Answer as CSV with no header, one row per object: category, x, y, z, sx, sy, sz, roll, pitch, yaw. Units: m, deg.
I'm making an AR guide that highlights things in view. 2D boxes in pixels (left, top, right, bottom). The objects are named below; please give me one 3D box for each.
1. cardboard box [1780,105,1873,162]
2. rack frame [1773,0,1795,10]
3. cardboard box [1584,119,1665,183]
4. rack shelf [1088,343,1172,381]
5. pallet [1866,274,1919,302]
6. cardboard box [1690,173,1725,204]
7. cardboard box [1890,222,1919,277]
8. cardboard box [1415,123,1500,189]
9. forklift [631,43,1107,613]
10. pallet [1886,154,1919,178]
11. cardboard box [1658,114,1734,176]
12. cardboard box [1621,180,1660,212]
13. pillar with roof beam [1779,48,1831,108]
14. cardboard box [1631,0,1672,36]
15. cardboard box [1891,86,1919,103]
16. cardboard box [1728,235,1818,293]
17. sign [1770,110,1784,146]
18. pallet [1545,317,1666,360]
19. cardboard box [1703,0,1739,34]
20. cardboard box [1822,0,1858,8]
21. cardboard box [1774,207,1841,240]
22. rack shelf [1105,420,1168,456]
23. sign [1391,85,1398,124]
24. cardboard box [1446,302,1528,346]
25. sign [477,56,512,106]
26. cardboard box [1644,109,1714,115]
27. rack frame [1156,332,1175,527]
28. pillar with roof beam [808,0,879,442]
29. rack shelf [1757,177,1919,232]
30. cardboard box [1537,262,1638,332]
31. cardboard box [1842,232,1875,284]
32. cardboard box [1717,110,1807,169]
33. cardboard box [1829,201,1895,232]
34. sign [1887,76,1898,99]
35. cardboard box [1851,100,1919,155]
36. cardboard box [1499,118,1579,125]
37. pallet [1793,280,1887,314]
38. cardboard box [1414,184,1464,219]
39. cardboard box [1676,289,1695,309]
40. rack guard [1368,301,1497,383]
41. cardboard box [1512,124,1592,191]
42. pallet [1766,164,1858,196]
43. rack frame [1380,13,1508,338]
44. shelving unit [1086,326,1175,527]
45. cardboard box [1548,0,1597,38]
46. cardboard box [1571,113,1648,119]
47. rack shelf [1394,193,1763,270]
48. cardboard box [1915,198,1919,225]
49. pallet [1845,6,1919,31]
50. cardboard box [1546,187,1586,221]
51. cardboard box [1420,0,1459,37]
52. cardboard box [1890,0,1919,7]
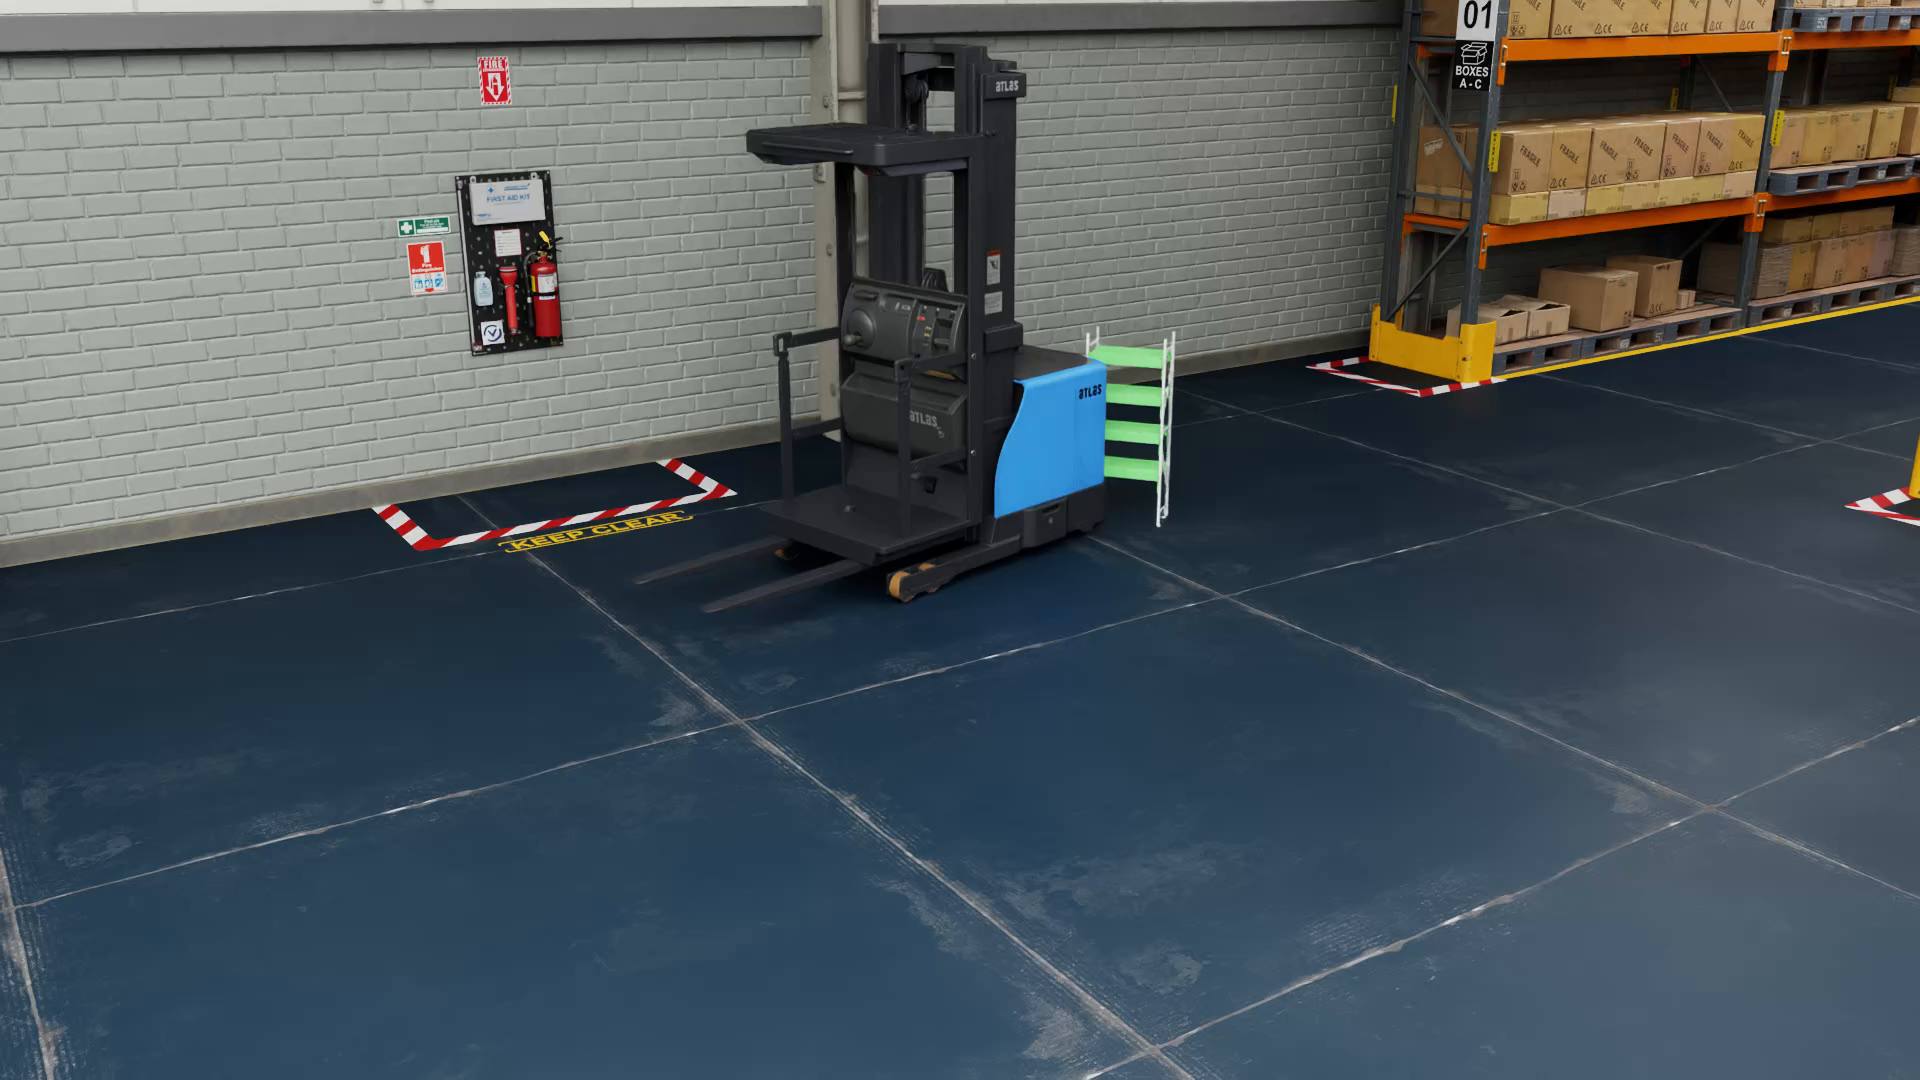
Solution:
cardboard box,8.873,-4.189,17.109,0.500,0.500,0.700,-9,21,-24
rack frame,7.426,-6.474,15.344,0.127,3.000,1.000,-12,22,-31
cardboard box,5.927,-3.493,14.924,0.500,0.500,0.500,-11,22,-30
rack shelf,1.060,-1.111,10.357,0.480,0.148,0.258,7,20,19
pallet,10.113,-2.878,18.429,1.213,0.211,1.003,-12,22,-31
cardboard box,6.777,-3.320,15.586,0.500,0.250,0.500,-12,22,-31
cardboard box,10.194,-3.220,18.302,0.500,0.500,0.700,-12,22,-31
cardboard box,4.362,-3.361,14.535,0.500,0.500,0.500,-12,22,-32
forklift,-0.474,-1.232,9.311,1.130,2.935,3.031,17,25,41
pallet,10.230,-4.092,17.964,1.003,0.211,1.213,-12,22,-31
cardboard box,6.788,-3.670,15.450,0.500,0.500,0.500,-12,22,-32
cardboard box,5.945,-3.139,15.048,0.500,0.250,0.500,-12,22,-31
pillar with roof beam,11.573,-6.029,14.029,0.400,9.000,9.100,-12,22,-31
cardboard box,5.838,-4.675,14.518,0.500,0.500,0.500,-10,21,-28
cardboard box,10.235,-4.770,17.815,0.250,0.149,0.380,-17,25,-40
cardboard box,8.436,-2.895,17.340,0.500,0.500,0.700,-12,22,-32
sign,7.731,-3.898,15.740,0.005,0.325,0.100,-12,22,-31
pallet,5.865,-1.967,15.734,1.213,0.211,1.003,-12,22,-31
cardboard box,6.711,-4.869,15.093,0.500,0.500,0.500,-14,23,-36
cardboard box,8.441,-5.393,16.313,0.500,0.311,0.500,-11,22,-30
cardboard box,8.830,-3.317,17.417,0.500,0.250,0.500,-13,22,-33
rack shelf,1.060,-0.656,10.511,0.480,0.148,0.258,7,20,19
sign,3.797,-3.778,14.434,0.005,0.325,0.100,-12,22,-31
cardboard box,4.713,-1.960,14.870,0.500,0.311,0.500,-15,24,-37
sign,-2.963,-2.924,10.589,0.199,0.298,0.001,-12,22,-31
cardboard box,6.919,-3.899,16.126,0.500,0.500,0.500,-13,22,-33
rack frame,1.289,-0.690,10.411,0.015,1.200,0.240,7,20,19
pillar with roof beam,1.551,-3.916,7.777,0.400,9.000,9.100,-12,22,-31
rack shelf,9.096,-3.643,17.462,4.000,0.370,1.077,-12,22,-31
cardboard box,5.829,-2.266,15.479,0.500,0.500,0.700,-14,23,-35
cardboard box,9.301,-3.065,17.844,0.500,0.500,0.700,-12,22,-32
cardboard box,7.870,-3.968,16.456,0.500,0.500,0.700,-12,22,-31
cardboard box,9.684,-3.492,17.934,0.500,0.250,0.500,-11,22,-30
sign,10.459,-5.033,18.640,0.005,0.325,0.100,-12,22,-31
cardboard box,9.928,-4.401,17.737,0.500,0.500,0.700,-14,23,-36
cardboard box,5.217,-3.539,15.062,0.500,0.500,0.500,-13,22,-33
pallet,9.095,-2.665,17.797,1.213,0.211,1.003,-12,22,-31
cardboard box,4.369,-3.000,14.638,0.500,0.250,0.500,-12,22,-31
cardboard box,6.996,-2.396,16.385,0.250,0.166,0.380,-16,24,-38
rack guard,4.149,-1.757,14.660,0.348,0.500,1.175,-12,22,-31
cardboard box,5.068,-3.309,14.382,0.500,0.500,0.500,-12,22,-31
pallet,8.144,-3.637,16.618,1.213,0.211,1.003,-12,22,-31
rack frame,4.085,-2.927,14.220,0.127,3.000,1.000,-12,22,-31
shelving unit,1.060,-0.717,10.491,0.503,1.200,0.258,7,20,19
cardboard box,4.970,-4.482,13.949,0.500,0.500,0.500,-10,21,-28
cardboard box,6.065,-3.722,15.604,0.500,0.500,0.500,-11,22,-30
rack shelf,5.756,-2.939,15.378,4.000,0.370,1.077,-12,22,-31
cardboard box,11.453,-3.612,18.945,0.750,0.750,0.750,-12,22,-32
pallet,8.865,-5.228,16.634,1.003,0.211,1.213,-12,22,-31
cardboard box,5.093,-2.962,14.526,0.500,0.250,0.500,-13,22,-33
cardboard box,4.295,-4.546,14.138,0.500,0.500,0.500,-10,21,-28
cardboard box,9.633,-5.612,17.286,0.637,0.503,0.797,-9,20,-24
